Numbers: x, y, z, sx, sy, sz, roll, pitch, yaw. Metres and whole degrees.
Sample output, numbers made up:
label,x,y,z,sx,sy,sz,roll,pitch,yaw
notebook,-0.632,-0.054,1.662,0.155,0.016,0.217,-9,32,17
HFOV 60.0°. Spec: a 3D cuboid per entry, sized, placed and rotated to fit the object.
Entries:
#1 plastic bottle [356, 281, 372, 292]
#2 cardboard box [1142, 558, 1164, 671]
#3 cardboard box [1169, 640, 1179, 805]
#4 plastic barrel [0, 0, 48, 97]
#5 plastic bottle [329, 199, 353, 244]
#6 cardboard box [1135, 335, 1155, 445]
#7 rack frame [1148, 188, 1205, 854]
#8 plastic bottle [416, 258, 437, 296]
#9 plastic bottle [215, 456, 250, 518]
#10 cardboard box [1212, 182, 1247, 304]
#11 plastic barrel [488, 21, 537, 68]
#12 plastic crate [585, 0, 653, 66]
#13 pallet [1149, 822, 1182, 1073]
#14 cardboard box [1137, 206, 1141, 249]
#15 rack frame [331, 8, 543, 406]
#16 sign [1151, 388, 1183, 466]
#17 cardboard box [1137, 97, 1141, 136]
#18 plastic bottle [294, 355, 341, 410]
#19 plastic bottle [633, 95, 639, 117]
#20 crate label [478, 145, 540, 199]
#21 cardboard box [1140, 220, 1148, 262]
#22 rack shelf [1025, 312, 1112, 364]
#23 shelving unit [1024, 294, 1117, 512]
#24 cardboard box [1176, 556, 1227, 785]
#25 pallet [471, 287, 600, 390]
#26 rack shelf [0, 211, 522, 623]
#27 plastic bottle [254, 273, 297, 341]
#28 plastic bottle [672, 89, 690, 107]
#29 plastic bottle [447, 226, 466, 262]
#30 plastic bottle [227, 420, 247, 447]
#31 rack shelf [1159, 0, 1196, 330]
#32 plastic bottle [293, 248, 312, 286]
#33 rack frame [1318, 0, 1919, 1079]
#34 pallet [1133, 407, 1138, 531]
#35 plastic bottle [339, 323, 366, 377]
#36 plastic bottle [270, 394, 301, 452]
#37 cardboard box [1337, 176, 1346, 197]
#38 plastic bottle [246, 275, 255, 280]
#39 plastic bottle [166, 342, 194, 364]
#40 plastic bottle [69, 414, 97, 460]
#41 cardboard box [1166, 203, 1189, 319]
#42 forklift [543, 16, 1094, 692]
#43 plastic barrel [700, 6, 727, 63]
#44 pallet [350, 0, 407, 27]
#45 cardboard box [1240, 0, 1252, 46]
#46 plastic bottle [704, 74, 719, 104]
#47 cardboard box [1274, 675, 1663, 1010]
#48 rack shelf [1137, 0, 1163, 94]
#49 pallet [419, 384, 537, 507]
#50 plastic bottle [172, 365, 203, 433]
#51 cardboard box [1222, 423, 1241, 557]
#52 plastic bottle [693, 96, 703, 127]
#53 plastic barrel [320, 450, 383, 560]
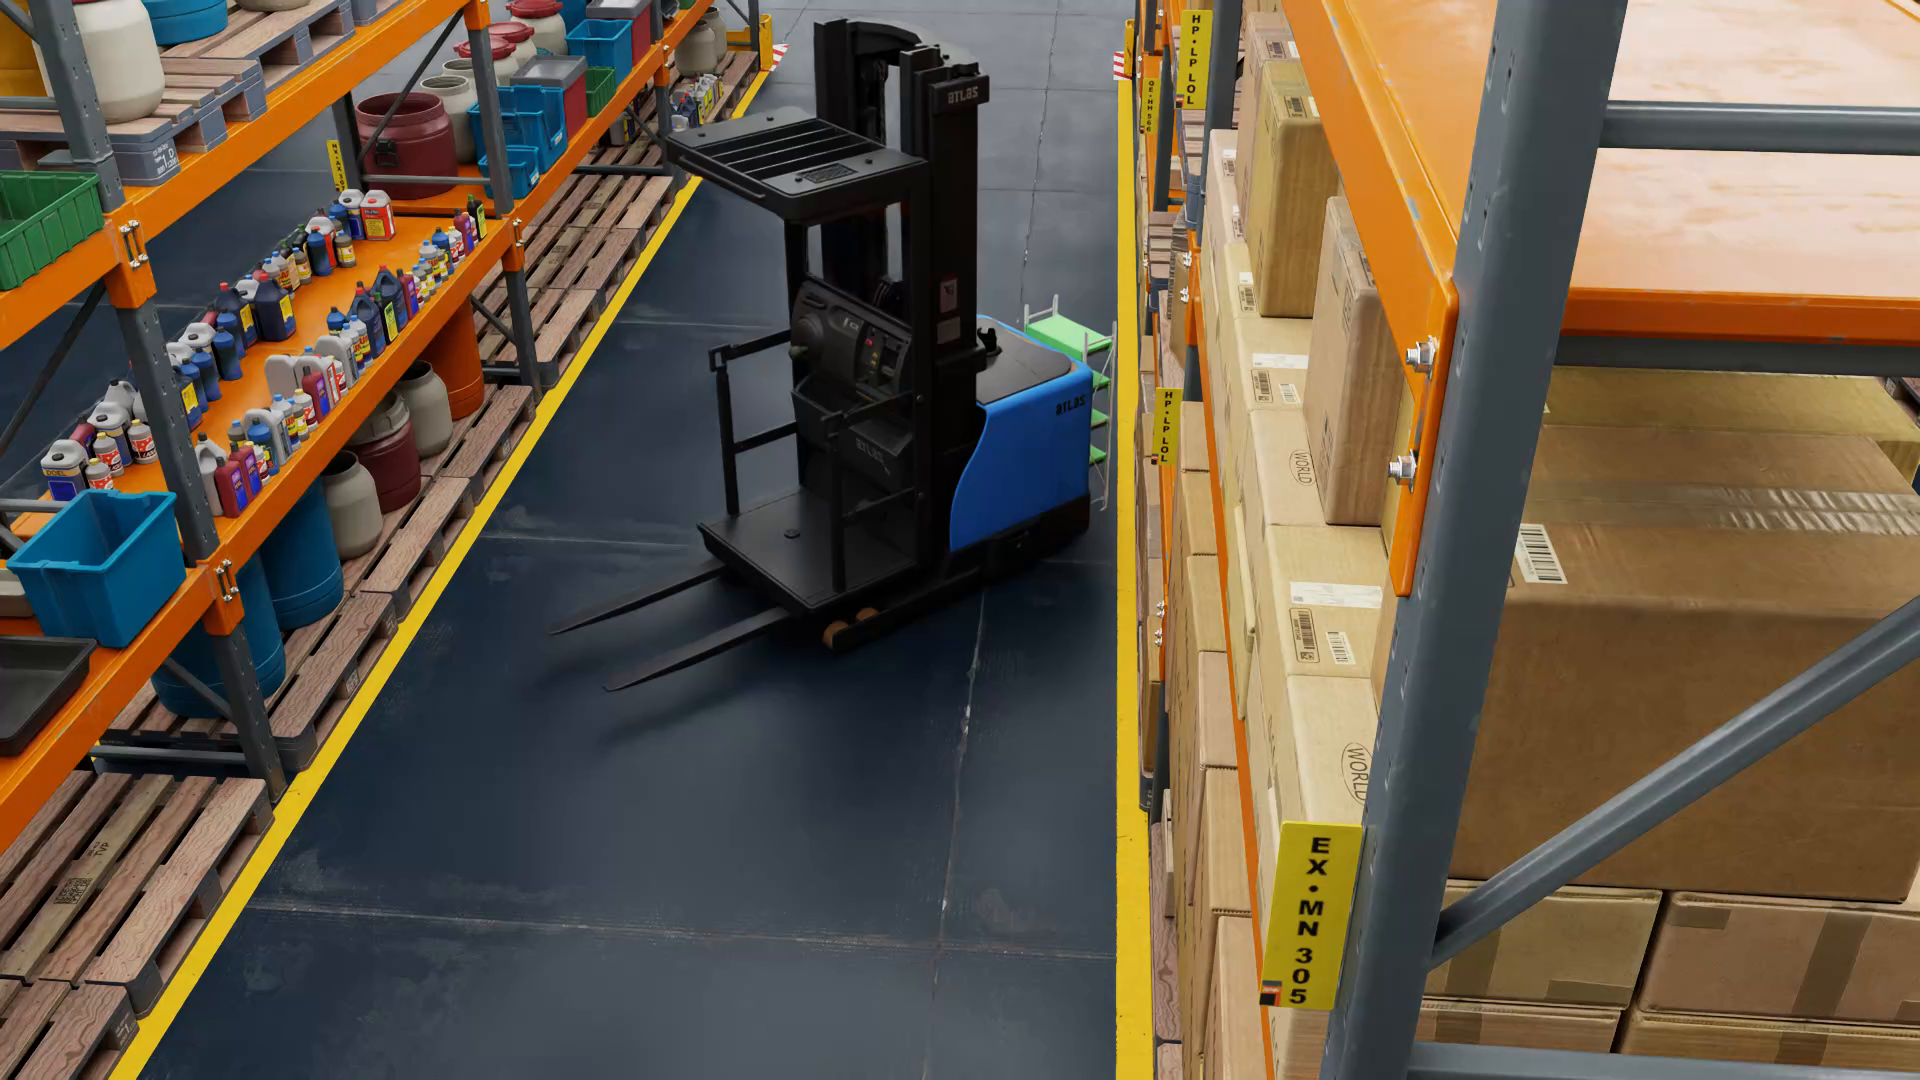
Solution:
label,x,y,z,sx,sy,sz,roll,pitch,yaw
plastic bottle,-3.139,-1.247,8.806,0.061,0.283,0.133,2,32,4
cardboard box,1.135,0.439,7.923,0.500,0.500,0.500,3,32,4
cardboard box,0.980,0.570,5.650,0.500,0.500,0.500,3,32,5
plastic barrel,-3.733,-2.145,6.713,0.600,0.588,0.600,0,32,0
plastic bottle,-3.674,-1.888,9.858,0.097,0.271,0.097,0,32,0
cardboard box,1.335,-0.899,10.093,0.500,0.500,0.500,4,32,6
rack frame,1.332,0.090,6.525,1.000,3.000,0.127,2,32,4
plastic bottle,-2.973,-1.466,9.239,0.097,0.201,0.097,0,32,0
plastic bottle,-3.150,-0.247,7.183,0.061,0.283,0.133,2,32,4
cardboard box,1.005,-0.831,4.826,0.500,0.250,0.500,2,32,4
plastic barrel,-3.310,-3.490,12.205,0.433,0.535,0.433,0,32,0
plastic crate,-2.688,-4.067,13.210,0.402,0.464,0.583,2,32,4
pallet,1.275,1.637,6.674,1.003,0.211,1.213,2,32,4
cardboard box,1.621,-2.363,12.726,0.500,0.250,0.500,2,32,2
rack frame,-3.279,-2.215,10.265,1.000,3.000,0.127,2,32,4
sign,0.778,-0.425,6.256,0.100,0.325,0.005,2,32,4
cardboard box,1.879,-3.876,15.181,0.500,0.250,0.500,2,32,4
plastic bottle,-3.112,-0.780,8.056,0.152,0.276,0.135,2,32,4
plastic bottle,-3.023,-4.036,15.390,0.061,0.283,0.133,2,32,4
crate label,-2.872,-2.348,10.641,0.303,0.233,0.416,2,32,4
cardboard box,1.534,-2.069,11.714,0.500,0.311,0.500,2,32,4
rack shelf,0.619,-1.112,9.398,0.258,0.148,0.480,-23,39,-33
shelving unit,0.618,-0.758,9.617,0.258,1.200,0.503,-23,39,-33
cardboard box,0.929,0.395,4.982,0.500,0.500,0.500,2,32,3
pallet,-3.178,-1.431,11.651,1.003,0.211,1.213,2,32,4
rack shelf,-3.442,-0.863,8.757,1.077,0.370,4.000,2,32,4
plastic bottle,-3.604,-1.237,8.725,0.144,0.351,0.185,2,32,4
plastic bottle,-2.574,-4.053,15.424,0.152,0.276,0.135,2,32,4
plastic bottle,-2.934,-1.720,9.652,0.097,0.201,0.097,0,32,0
plastic bottle,-3.284,-0.451,7.593,0.097,0.201,0.097,0,32,0
rack shelf,1.494,-1.926,7.624,1.077,0.370,4.000,2,32,4
plastic bottle,-3.722,-1.547,9.370,0.097,0.201,0.097,0,32,0
rack frame,1.009,-0.372,1.557,0.949,2.616,0.053,2,32,4
pallet,1.559,-0.425,10.019,1.003,0.211,1.213,2,32,4
plastic bottle,-3.057,-0.959,8.350,0.097,0.271,0.097,0,32,0
plastic bottle,-3.121,-0.545,7.678,0.097,0.271,0.097,0,32,0
cardboard box,1.224,-0.614,3.760,0.700,0.500,0.500,2,32,4
plastic bottle,-3.768,-1.284,8.878,0.097,0.271,0.097,0,32,0
plastic bottle,-3.813,-0.815,8.113,0.152,0.276,0.135,2,32,4
plastic bottle,-3.922,-0.416,7.458,0.061,0.283,0.133,2,32,4
cardboard box,1.453,-1.419,8.477,0.700,0.500,0.500,8,33,13
forklift,-0.720,-0.975,8.319,3.031,2.935,1.130,-23,39,-33
plastic barrel,-2.606,-5.170,17.032,0.421,0.512,0.421,0,32,0
pallet,-3.439,-3.016,8.886,1.003,0.211,1.213,2,32,4
cardboard box,1.552,-2.408,7.129,0.600,0.600,0.600,1,32,2
plastic bottle,-2.389,-4.316,15.852,0.152,0.276,0.135,3,32,4
cardboard box,0.794,0.476,2.706,0.500,0.250,0.500,2,32,4
rack shelf,2.146,-4.833,15.198,1.077,0.370,4.000,2,32,4
pallet,-3.302,-0.614,10.325,1.003,0.211,1.213,2,32,4
plastic bottle,-3.698,-0.687,7.834,0.144,0.351,0.185,2,32,4
cardboard box,0.921,-0.095,4.109,0.500,0.250,0.500,2,32,4
plastic bottle,-2.404,-3.925,15.210,0.061,0.283,0.133,4,32,6
plastic barrel,-3.351,-0.188,8.948,0.421,0.512,0.421,0,32,0
